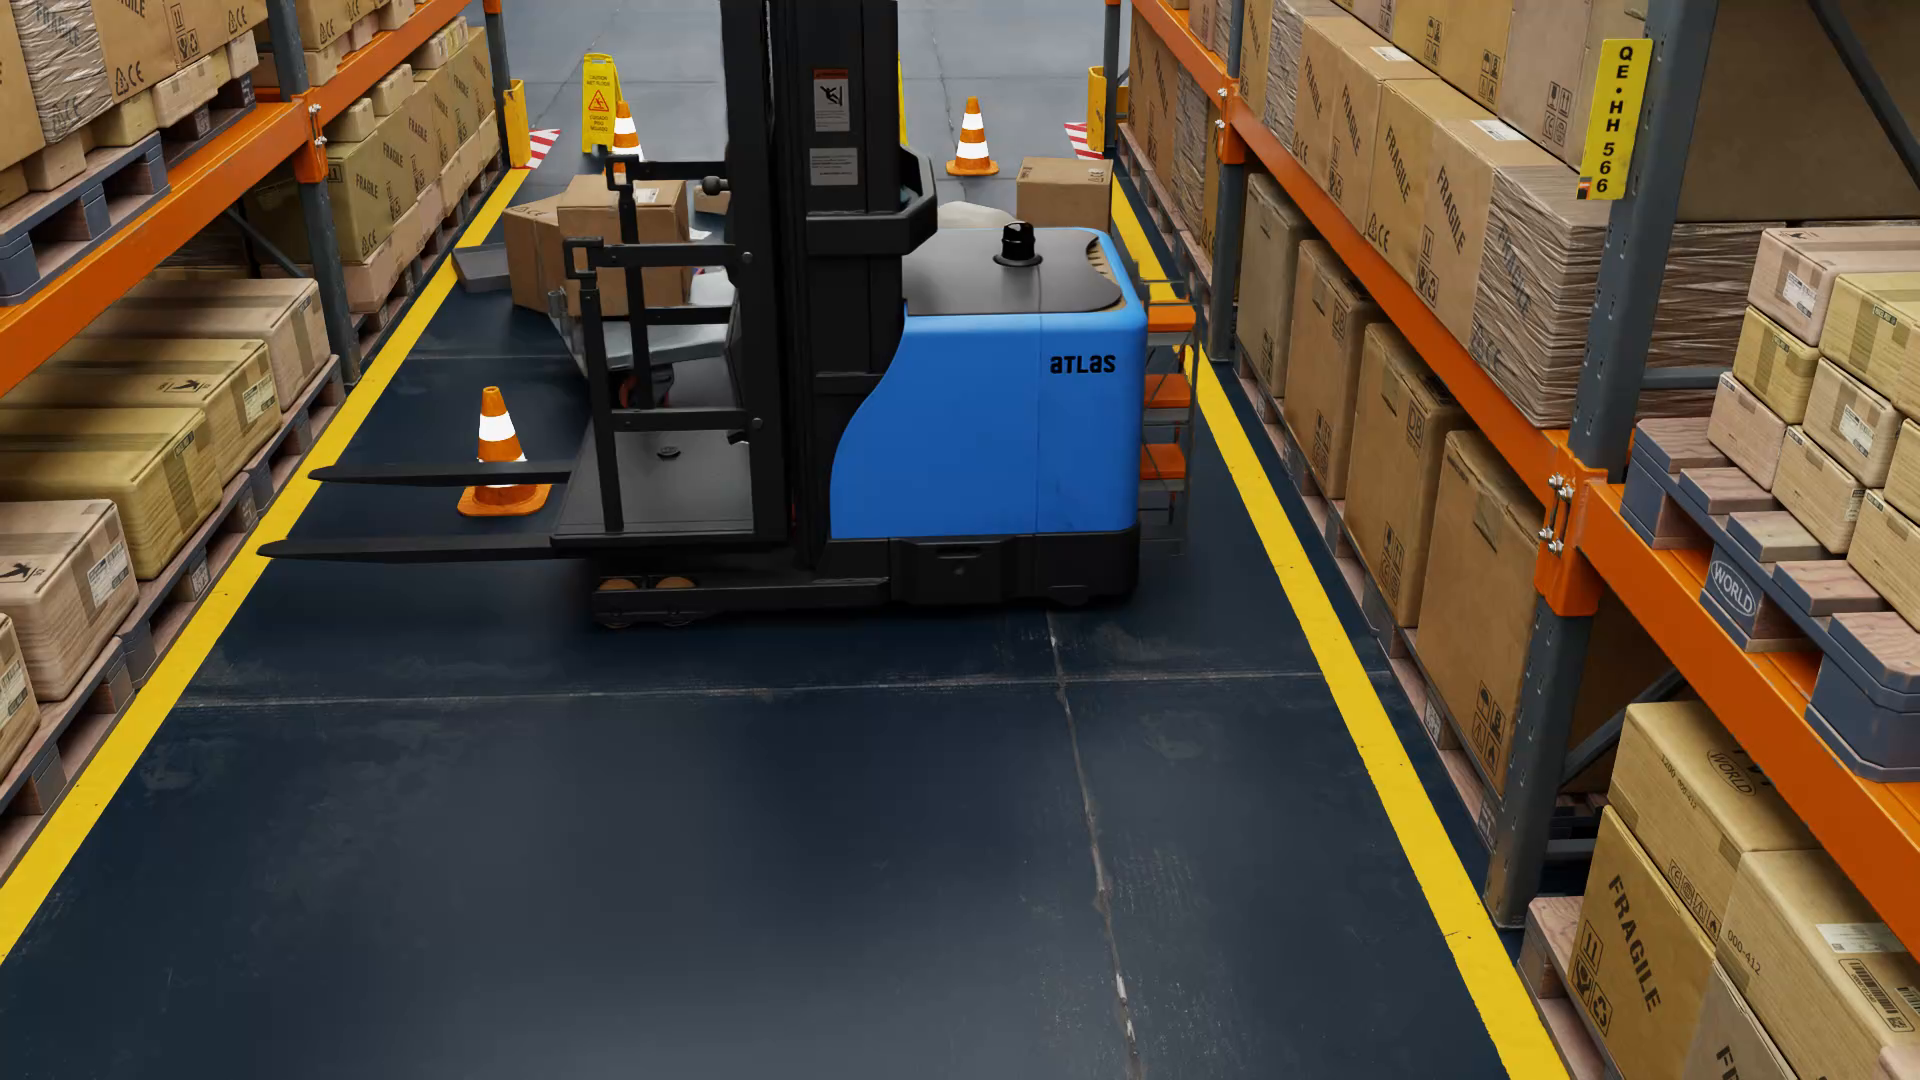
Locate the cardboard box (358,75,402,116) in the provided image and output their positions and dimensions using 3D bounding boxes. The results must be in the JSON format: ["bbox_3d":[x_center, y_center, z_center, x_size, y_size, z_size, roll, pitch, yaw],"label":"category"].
[{"bbox_3d":[-2.995,-2.200,8.231,0.380,0.149,0.250,0,28,-1],"label":"cardboard box"}]

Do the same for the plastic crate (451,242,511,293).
[{"bbox_3d":[-2.522,-1.488,9.016,0.402,0.080,0.583,-11,30,-20],"label":"plastic crate"}]

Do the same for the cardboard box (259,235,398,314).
[{"bbox_3d":[-3.020,-1.283,7.986,0.500,0.250,0.500,-3,28,-5],"label":"cardboard box"}]

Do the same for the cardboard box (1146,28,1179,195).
[{"bbox_3d":[1.620,-2.577,9.791,0.875,0.875,0.875,-2,28,-3],"label":"cardboard box"}]

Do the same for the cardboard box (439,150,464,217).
[{"bbox_3d":[-3.105,-2.004,9.368,0.500,0.250,0.500,-2,28,-4],"label":"cardboard box"}]

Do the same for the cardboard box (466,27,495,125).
[{"bbox_3d":[-3.166,-2.820,10.122,0.500,0.500,0.500,-1,28,-2],"label":"cardboard box"}]

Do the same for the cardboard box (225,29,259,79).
[{"bbox_3d":[-2.957,-1.881,6.431,0.380,0.149,0.250,-1,28,-2],"label":"cardboard box"}]

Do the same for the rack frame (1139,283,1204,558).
[{"bbox_3d":[0.728,-0.404,5.889,0.200,1.050,0.008,-2,28,-3],"label":"rack frame"}]

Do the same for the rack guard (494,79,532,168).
[{"bbox_3d":[-3.464,-2.741,10.965,1.175,0.500,0.348,-1,28,-3],"label":"rack guard"}]

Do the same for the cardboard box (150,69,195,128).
[{"bbox_3d":[-2.894,-1.523,5.744,0.380,0.149,0.250,-1,28,-2],"label":"cardboard box"}]

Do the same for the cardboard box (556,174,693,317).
[{"bbox_3d":[-1.483,-1.322,7.424,0.500,0.500,0.500,-1,28,-3],"label":"cardboard box"}]

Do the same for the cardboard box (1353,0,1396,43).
[{"bbox_3d":[1.766,-1.991,5.635,0.700,0.500,0.500,-1,28,-2],"label":"cardboard box"}]

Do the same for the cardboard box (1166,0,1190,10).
[{"bbox_3d":[1.558,-3.188,8.957,0.875,0.550,0.500,-1,28,-3],"label":"cardboard box"}]

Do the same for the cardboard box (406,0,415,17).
[{"bbox_3d":[-3.054,-2.786,8.619,0.380,0.149,0.250,-1,28,-3],"label":"cardboard box"}]

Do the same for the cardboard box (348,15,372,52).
[{"bbox_3d":[-3.043,-2.432,7.940,0.380,0.149,0.250,-1,28,-1],"label":"cardboard box"}]

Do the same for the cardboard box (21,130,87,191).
[{"bbox_3d":[-2.917,-1.167,5.061,0.380,0.149,0.250,-1,28,-1],"label":"cardboard box"}]

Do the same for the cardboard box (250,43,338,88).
[{"bbox_3d":[-2.955,-2.079,7.264,0.380,0.149,0.250,-2,28,-3],"label":"cardboard box"}]

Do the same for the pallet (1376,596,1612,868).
[{"bbox_3d":[1.922,0.514,5.036,1.003,0.211,1.213,-1,28,-3],"label":"pallet"}]

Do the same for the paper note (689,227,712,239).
[{"bbox_3d":[-1.536,-1.779,9.640,0.148,0.019,0.142,8,29,15],"label":"paper note"}]

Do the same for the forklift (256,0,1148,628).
[{"bbox_3d":[-0.915,-1.251,5.479,3.031,2.935,1.130,-2,28,-3],"label":"forklift"}]

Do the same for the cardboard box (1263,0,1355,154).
[{"bbox_3d":[1.465,-1.765,6.283,0.500,0.500,0.500,-1,28,-2],"label":"cardboard box"}]

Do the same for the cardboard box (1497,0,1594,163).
[{"bbox_3d":[1.847,-1.285,4.281,0.700,0.500,0.500,-2,28,-3],"label":"cardboard box"}]

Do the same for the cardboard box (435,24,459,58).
[{"bbox_3d":[-3.069,-2.824,9.428,0.380,0.149,0.250,-1,28,-2],"label":"cardboard box"}]

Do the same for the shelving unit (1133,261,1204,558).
[{"bbox_3d":[0.721,-0.460,5.997,0.215,1.050,0.252,-2,28,-3],"label":"shelving unit"}]

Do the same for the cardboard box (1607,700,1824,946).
[{"bbox_3d":[1.682,0.558,3.375,0.500,0.250,0.500,-3,28,-5],"label":"cardboard box"}]

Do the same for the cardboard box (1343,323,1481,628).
[{"bbox_3d":[1.897,-0.232,5.430,1.050,0.750,0.750,-1,28,-2],"label":"cardboard box"}]

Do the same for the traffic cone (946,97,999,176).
[{"bbox_3d":[0.080,-2.646,10.824,0.336,0.463,0.334,-1,28,-3],"label":"traffic cone"}]

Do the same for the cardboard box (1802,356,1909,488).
[{"bbox_3d":[1.729,-0.210,2.904,0.380,0.149,0.250,0,28,0],"label":"cardboard box"}]

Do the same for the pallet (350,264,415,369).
[{"bbox_3d":[-3.329,-1.110,8.150,1.003,0.211,1.213,-1,28,-3],"label":"pallet"}]

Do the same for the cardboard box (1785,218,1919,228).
[{"bbox_3d":[2.134,-0.614,4.076,0.500,0.500,0.500,-1,28,-2],"label":"cardboard box"}]

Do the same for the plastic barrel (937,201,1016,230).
[{"bbox_3d":[0.088,-1.548,8.760,0.512,0.421,0.421,19,33,32],"label":"plastic barrel"}]

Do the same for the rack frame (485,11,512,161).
[{"bbox_3d":[-3.468,-3.885,10.454,1.000,3.000,0.127,-1,28,-3],"label":"rack frame"}]

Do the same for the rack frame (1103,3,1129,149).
[{"bbox_3d":[1.470,-4.051,10.773,1.000,3.000,0.127,-1,28,-3],"label":"rack frame"}]

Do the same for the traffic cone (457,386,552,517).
[{"bbox_3d":[-1.796,-0.374,6.466,0.336,0.463,0.334,-1,28,-3],"label":"traffic cone"}]

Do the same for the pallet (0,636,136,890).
[{"bbox_3d":[-3.089,0.685,4.708,1.003,0.211,1.213,-1,28,-3],"label":"pallet"}]

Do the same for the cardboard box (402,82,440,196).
[{"bbox_3d":[-3.085,-2.102,8.745,0.500,0.500,0.500,0,28,0],"label":"cardboard box"}]

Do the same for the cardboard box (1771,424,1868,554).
[{"bbox_3d":[1.723,-0.096,3.007,0.380,0.149,0.250,0,28,0],"label":"cardboard box"}]

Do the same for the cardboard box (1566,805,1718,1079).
[{"bbox_3d":[1.670,0.899,3.532,0.500,0.500,0.500,-3,28,-5],"label":"cardboard box"}]

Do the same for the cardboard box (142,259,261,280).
[{"bbox_3d":[-3.558,-1.271,7.962,0.500,0.250,0.500,0,28,0],"label":"cardboard box"}]

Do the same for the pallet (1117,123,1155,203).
[{"bbox_3d":[1.590,-2.447,10.713,1.003,0.211,1.213,-1,28,-3],"label":"pallet"}]

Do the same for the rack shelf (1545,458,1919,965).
[{"bbox_3d":[1.992,0.886,2.085,1.077,0.370,4.000,-1,28,-3],"label":"rack shelf"}]

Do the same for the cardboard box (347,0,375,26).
[{"bbox_3d":[-3.053,-2.655,7.667,0.500,0.500,0.500,-1,28,-3],"label":"cardboard box"}]

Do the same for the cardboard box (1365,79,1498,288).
[{"bbox_3d":[1.545,-1.063,4.937,0.500,0.500,0.500,-2,28,-4],"label":"cardboard box"}]

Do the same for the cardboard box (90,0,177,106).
[{"bbox_3d":[-2.958,-1.725,5.429,0.500,0.500,0.500,0,28,-1],"label":"cardboard box"}]

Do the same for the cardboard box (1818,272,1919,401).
[{"bbox_3d":[1.735,-0.353,2.857,0.380,0.149,0.250,-2,28,-4],"label":"cardboard box"}]

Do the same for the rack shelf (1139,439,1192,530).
[{"bbox_3d":[0.720,-0.205,6.131,0.215,0.259,0.240,-2,28,-3],"label":"rack shelf"}]

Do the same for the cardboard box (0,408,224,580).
[{"bbox_3d":[-3.150,-0.163,5.707,0.950,0.372,0.625,0,28,-1],"label":"cardboard box"}]
